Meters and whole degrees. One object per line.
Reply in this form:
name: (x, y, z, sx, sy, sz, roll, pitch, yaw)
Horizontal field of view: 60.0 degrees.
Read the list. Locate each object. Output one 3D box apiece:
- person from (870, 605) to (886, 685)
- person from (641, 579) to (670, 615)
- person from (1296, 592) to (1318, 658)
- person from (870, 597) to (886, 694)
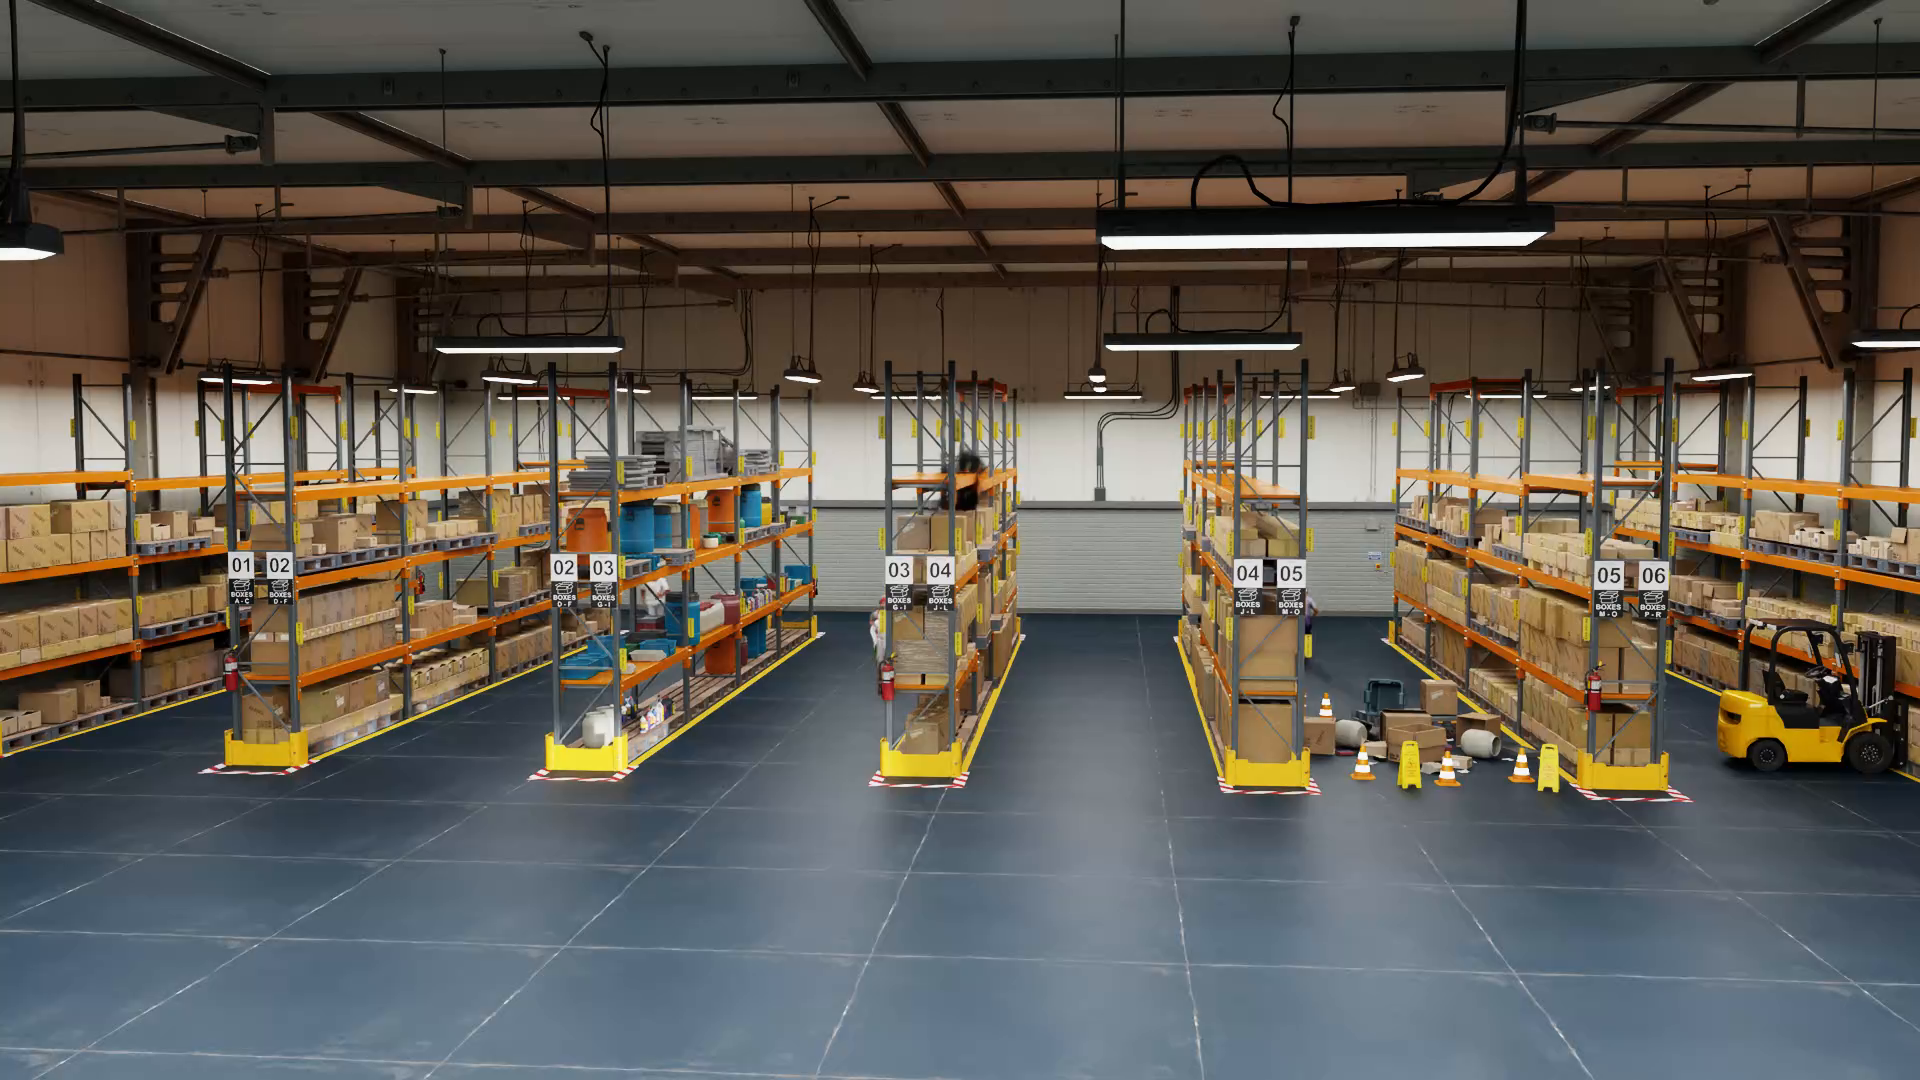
person: (-1.399, 2.046, 31.515, 0.593, 1.657, 0.769, 0, 4, -4)
person: (-7.229, 1.531, 39.385, 0.706, 1.777, 0.877, 0, 4, -1)
person: (7.472, 1.827, 36.197, 0.623, 1.619, 0.550, 0, 4, -3)
person: (-1.428, 2.001, 32.156, 0.621, 1.811, 1.088, 0, 4, -2)
